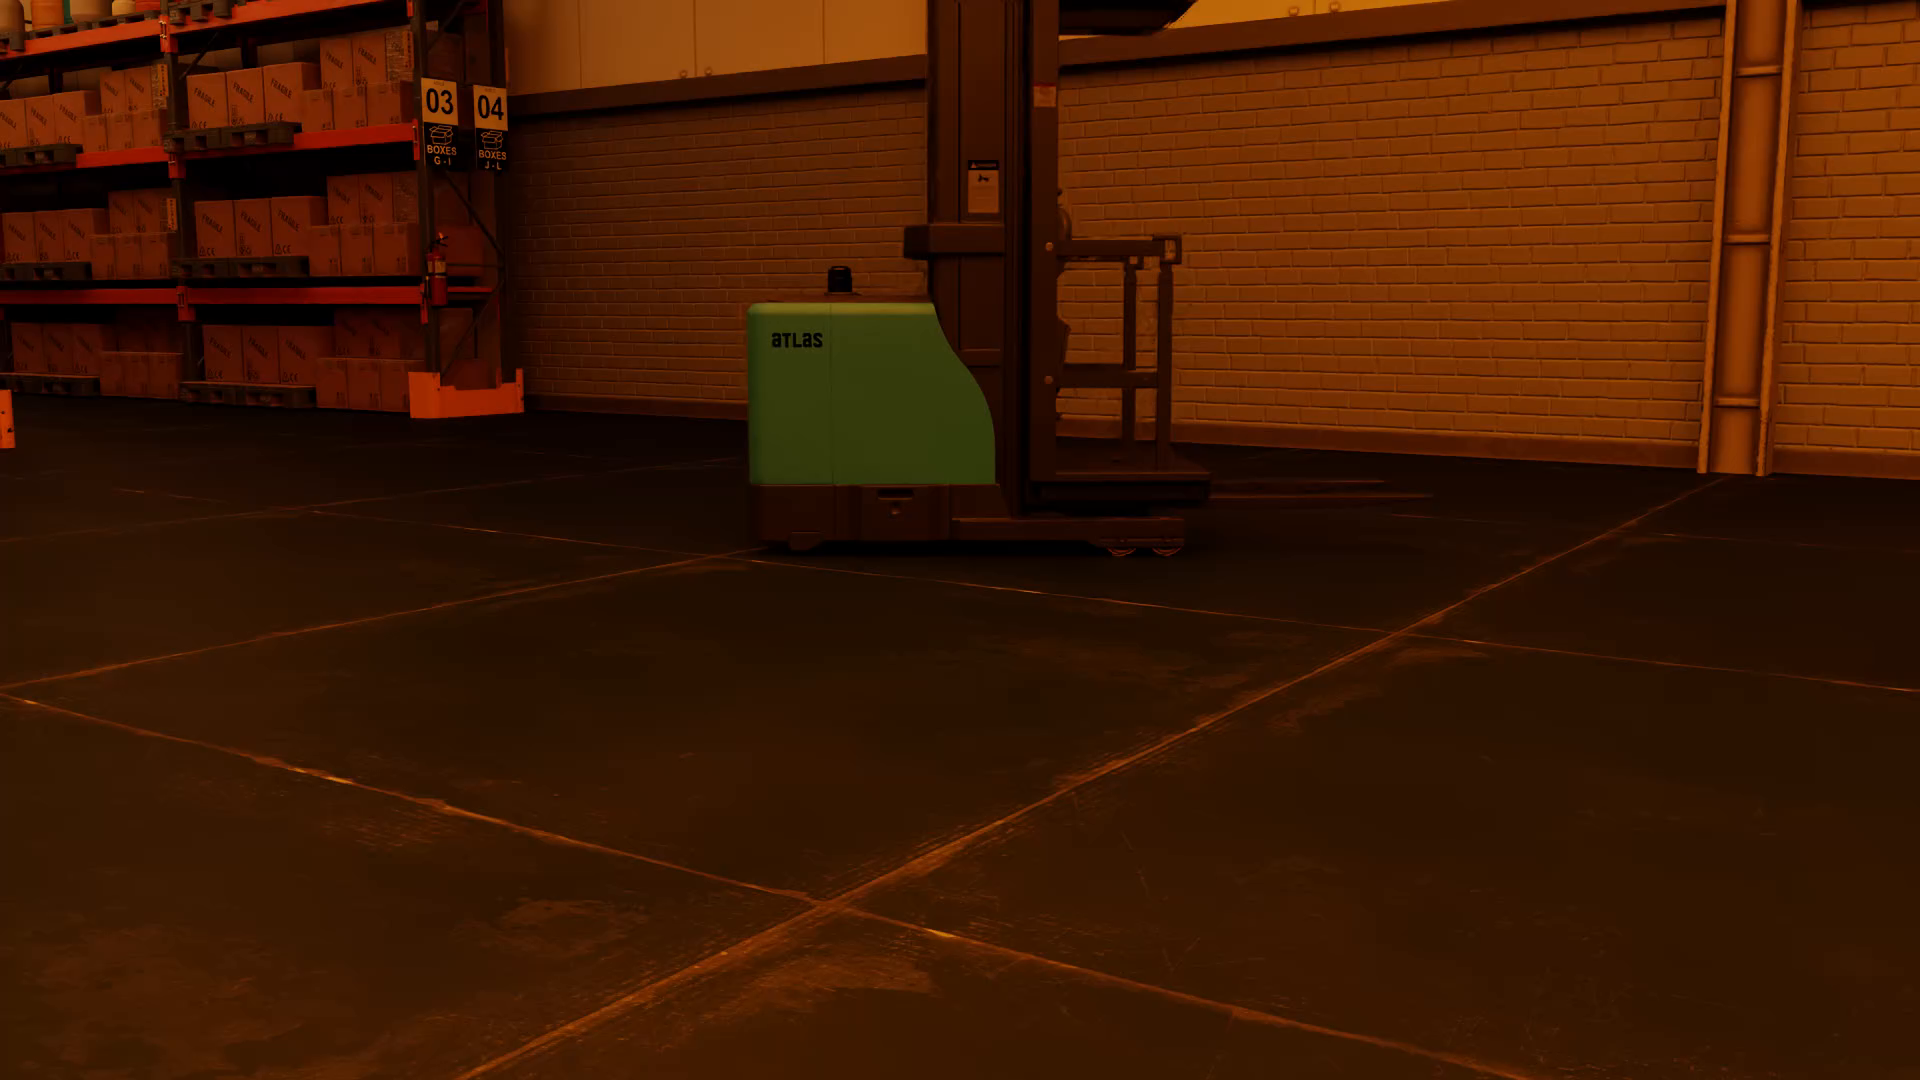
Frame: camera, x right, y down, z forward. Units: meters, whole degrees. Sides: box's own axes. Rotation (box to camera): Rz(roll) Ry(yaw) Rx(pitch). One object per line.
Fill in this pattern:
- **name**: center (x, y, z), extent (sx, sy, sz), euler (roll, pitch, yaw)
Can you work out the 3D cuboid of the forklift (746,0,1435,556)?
- **forklift**: center (0.578, -1.457, 7.439), extent (3.031, 2.935, 1.130), euler (0, 8, -3)
